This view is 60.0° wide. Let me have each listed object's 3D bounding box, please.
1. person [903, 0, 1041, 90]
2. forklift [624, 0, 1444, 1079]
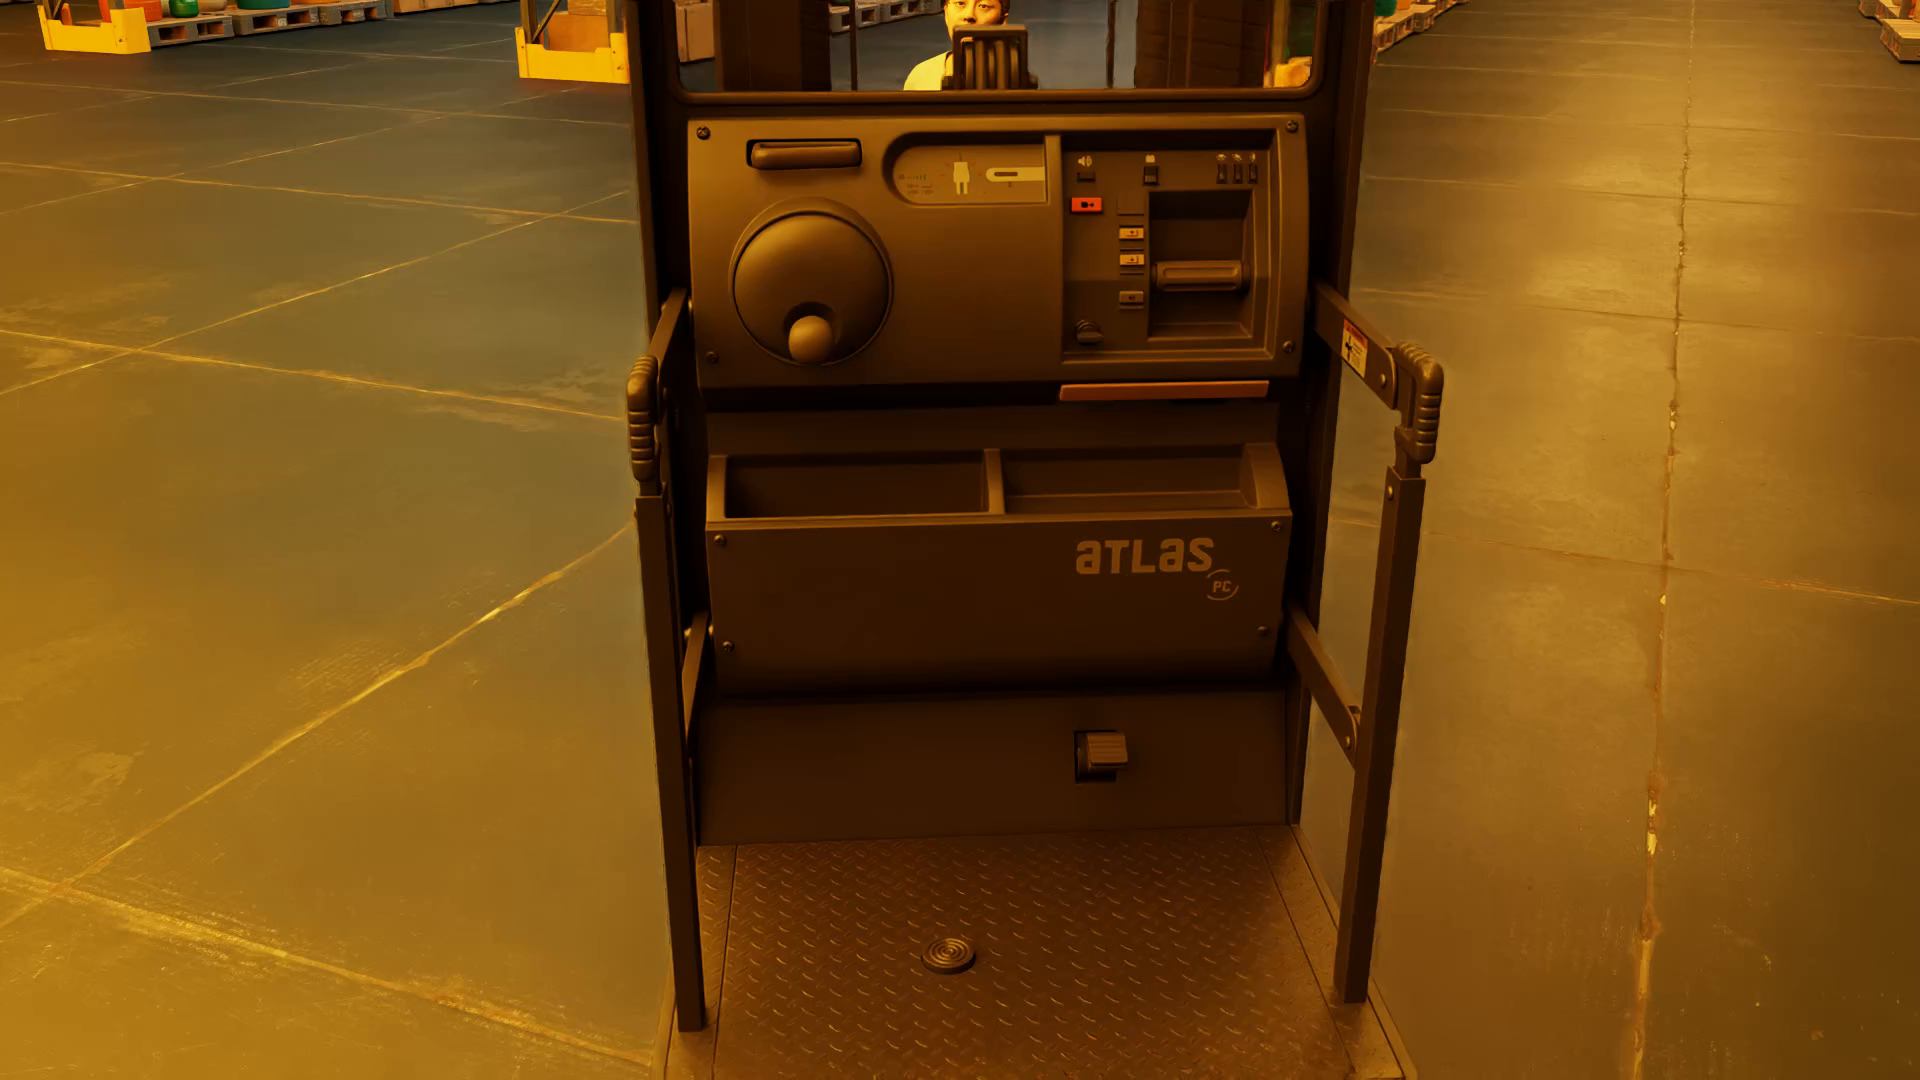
[{"bbox_3d":[-0.040,-0.755,4.709,0.550,1.675,0.549,9,24,21],"label":"person"},{"bbox_3d":[0.078,-0.424,2.307,1.130,2.935,3.031,-1,23,-3],"label":"forklift"}]
